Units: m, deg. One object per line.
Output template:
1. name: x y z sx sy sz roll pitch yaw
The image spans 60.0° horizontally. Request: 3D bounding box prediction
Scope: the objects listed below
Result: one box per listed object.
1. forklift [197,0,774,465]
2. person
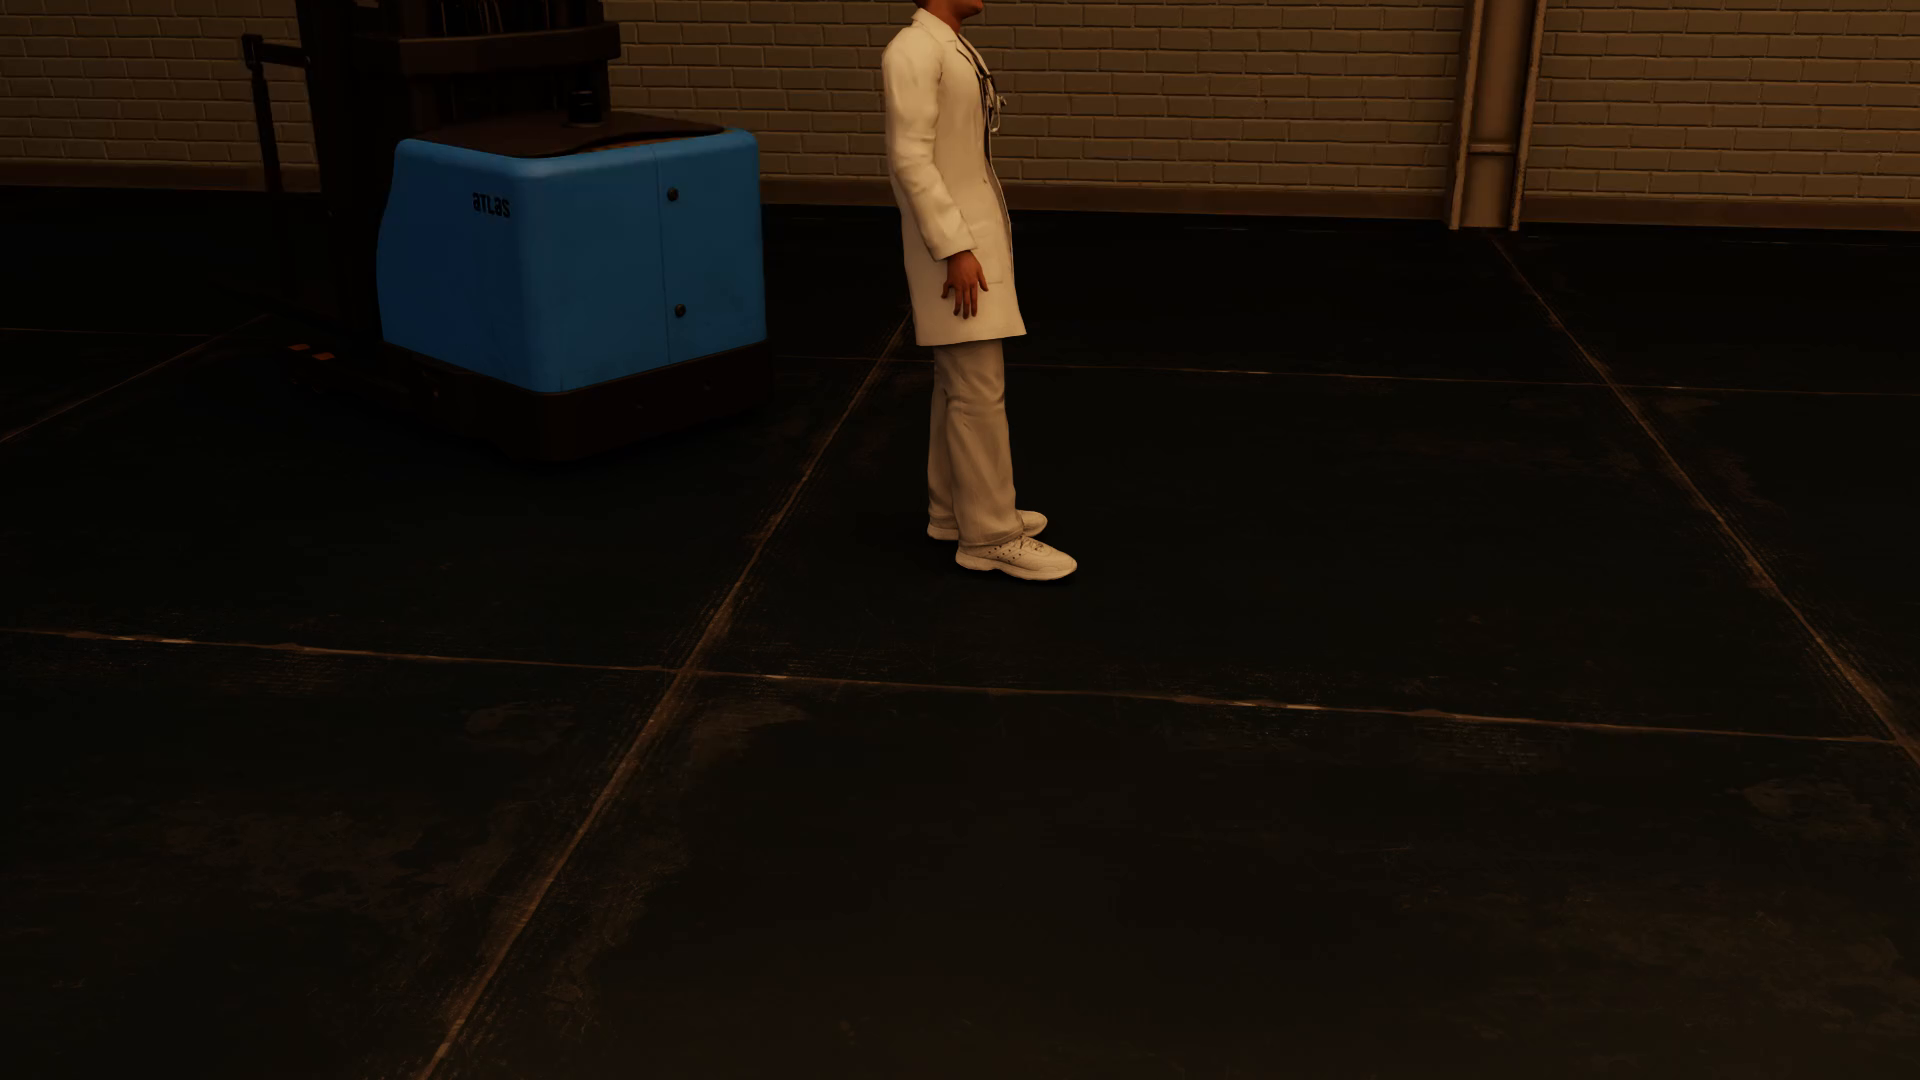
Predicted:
1. forklift: -2.133 -2.066 6.385 3.031 2.935 1.130 19 29 39
2. person: 0.089 -0.825 4.828 0.581 1.776 0.694 3 22 7
